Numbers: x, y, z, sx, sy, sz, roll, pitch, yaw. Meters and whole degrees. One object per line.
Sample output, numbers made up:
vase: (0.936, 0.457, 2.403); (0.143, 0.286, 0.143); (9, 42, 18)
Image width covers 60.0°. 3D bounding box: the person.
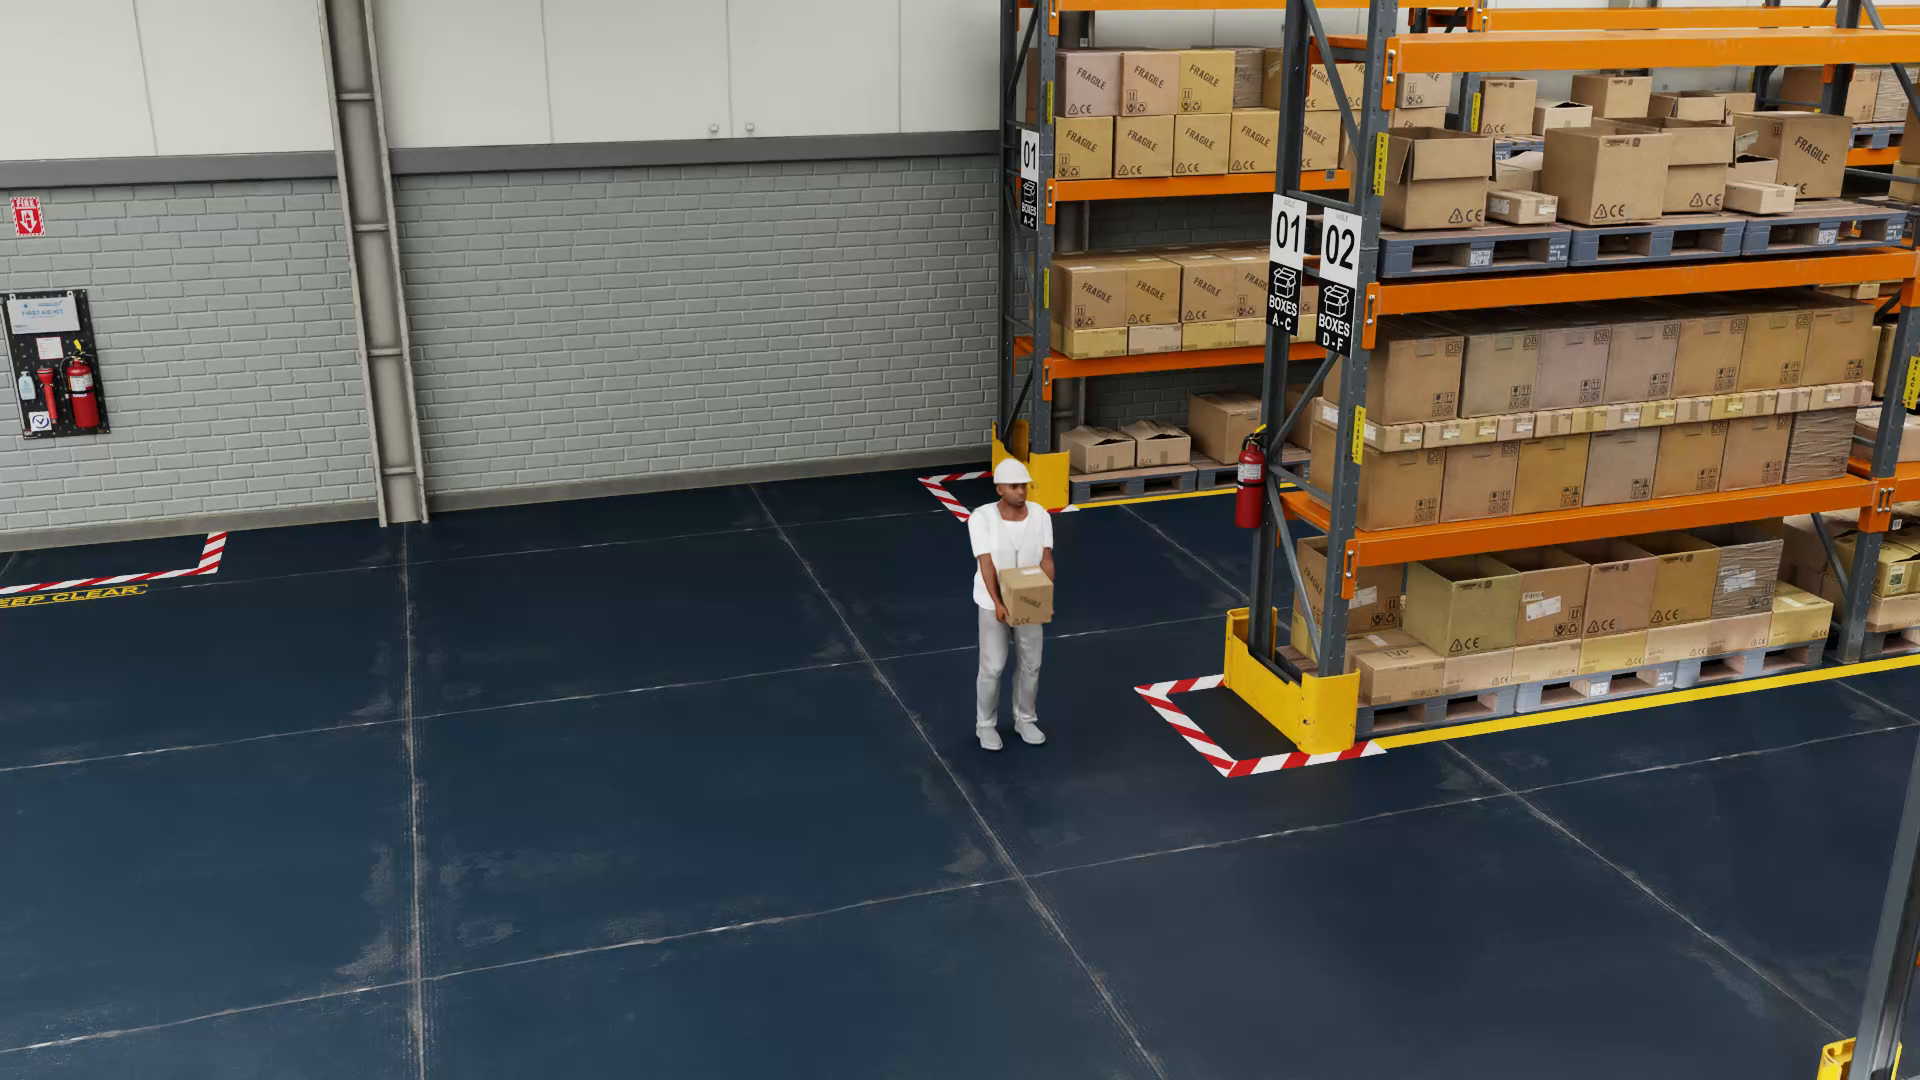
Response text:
person: (0.339, 0.408, 9.860); (0.504, 1.760, 0.583); (-6, 20, -16)
